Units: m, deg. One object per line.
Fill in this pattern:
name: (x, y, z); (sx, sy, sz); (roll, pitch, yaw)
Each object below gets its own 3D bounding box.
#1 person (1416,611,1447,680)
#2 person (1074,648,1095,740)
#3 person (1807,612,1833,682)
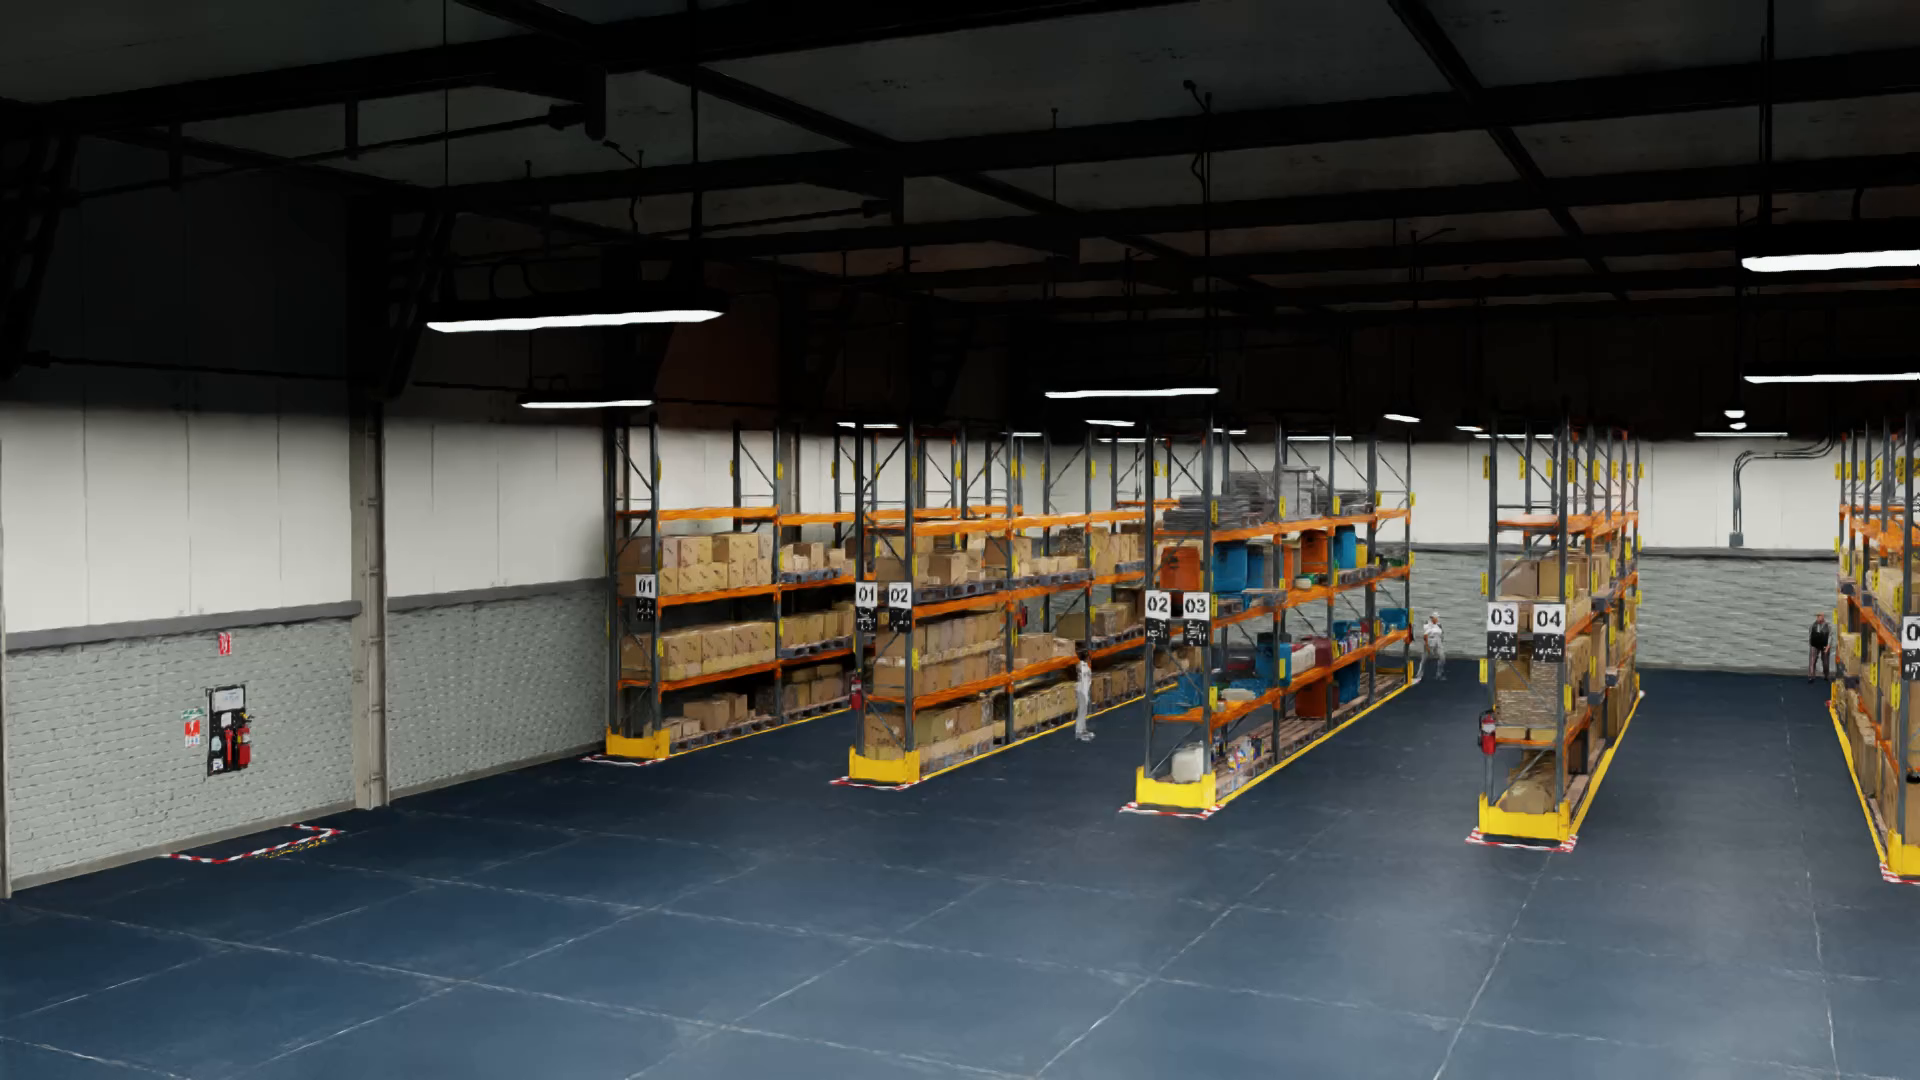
person: (11.289, 2.519, 39.897); (0.569, 1.634, 0.669); (-1, 3, -17)
person: (2.325, 2.853, 30.893); (0.408, 1.680, 0.538); (0, 2, -5)
person: (20.281, 2.515, 39.175); (0.539, 1.665, 1.031); (2, 3, 34)
